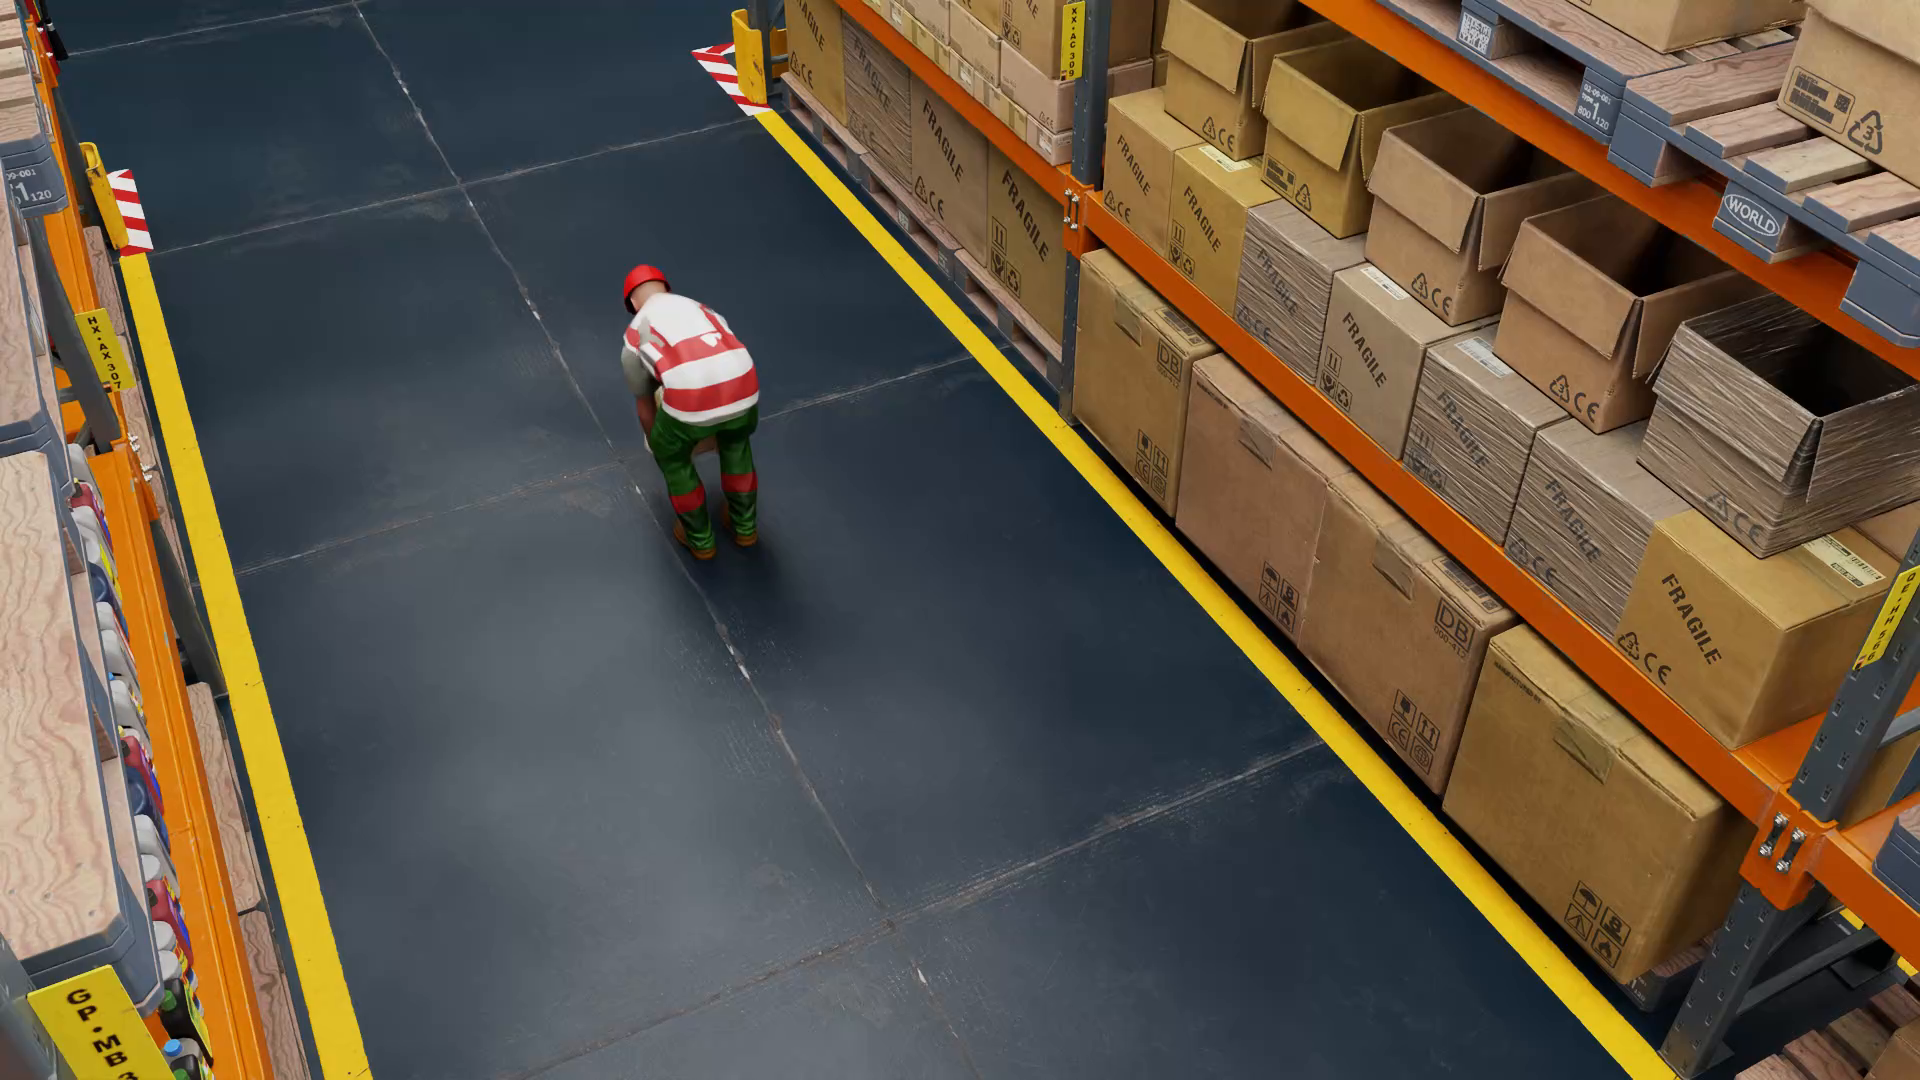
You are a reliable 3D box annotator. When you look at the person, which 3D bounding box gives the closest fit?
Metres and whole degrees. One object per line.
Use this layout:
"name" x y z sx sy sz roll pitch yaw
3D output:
"person" -1.183 -0.542 7.266 0.485 1.128 0.962 -20 45 -22
